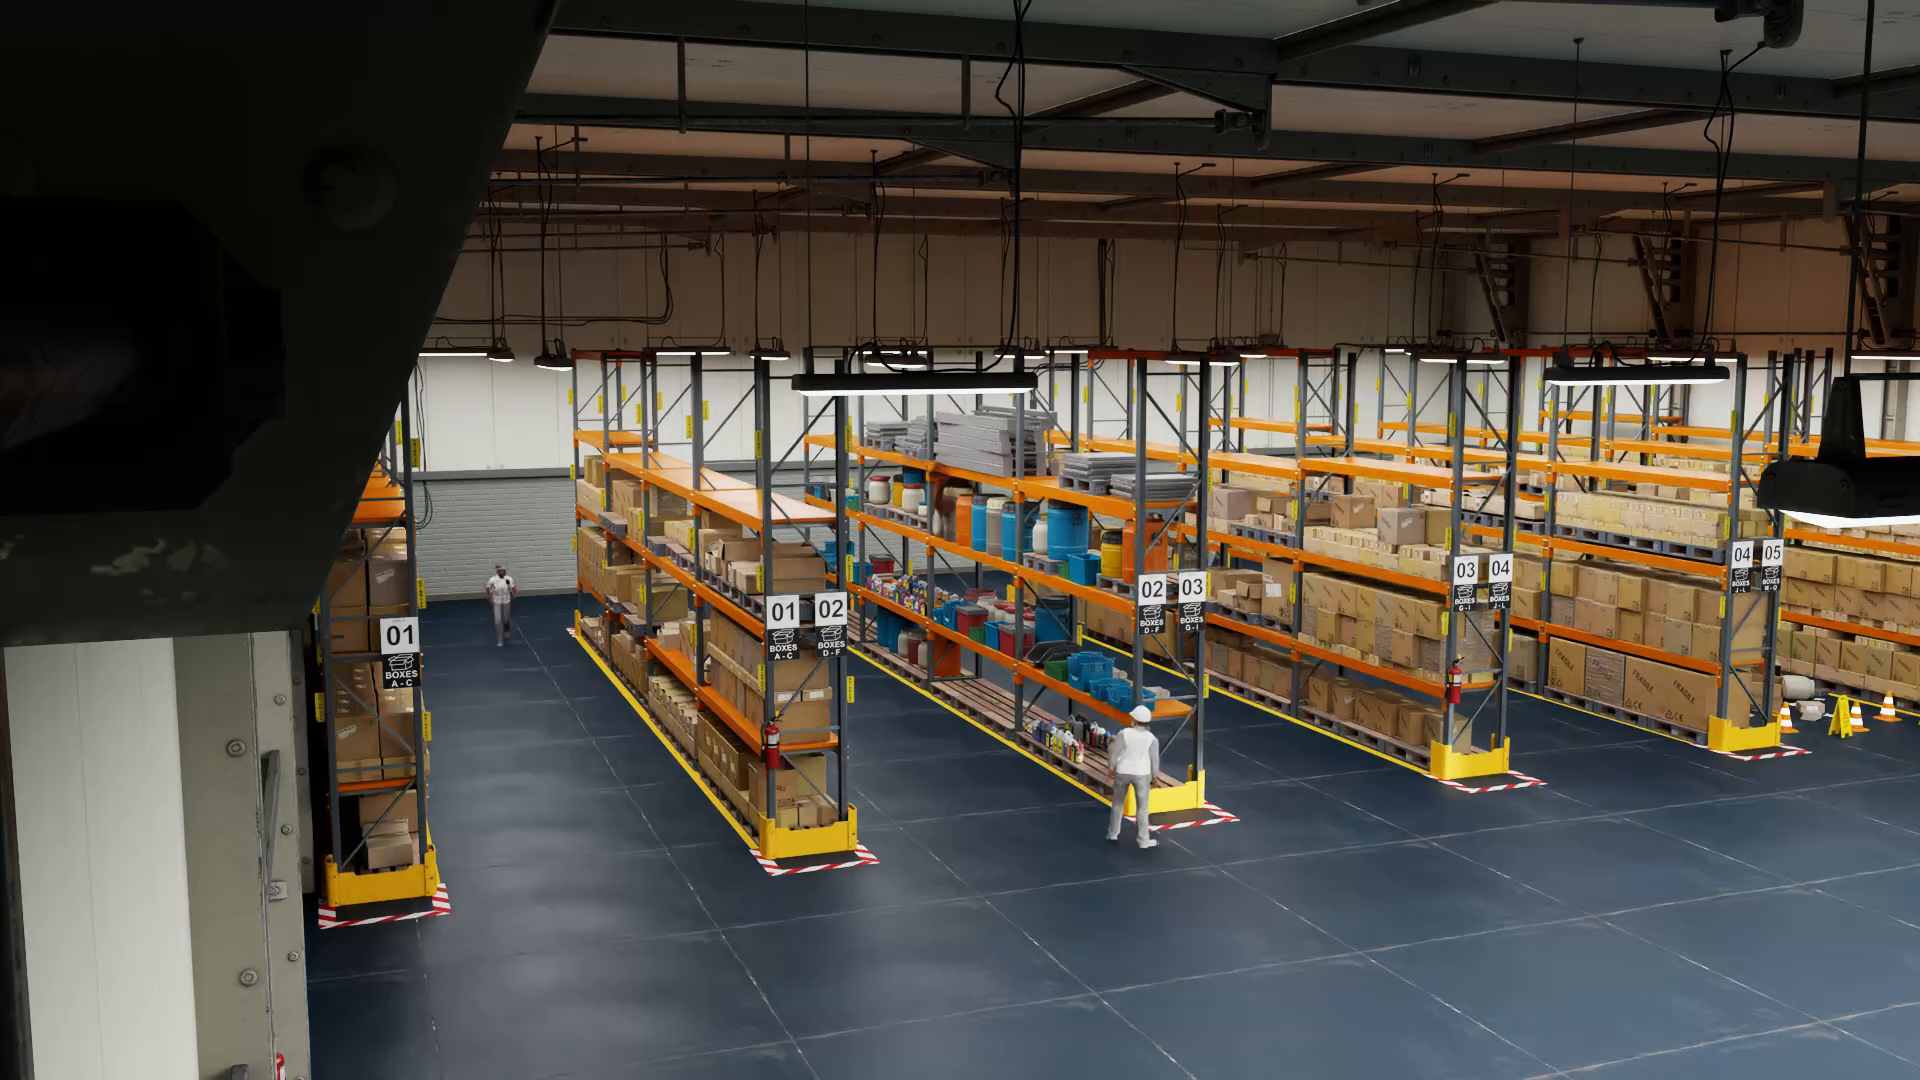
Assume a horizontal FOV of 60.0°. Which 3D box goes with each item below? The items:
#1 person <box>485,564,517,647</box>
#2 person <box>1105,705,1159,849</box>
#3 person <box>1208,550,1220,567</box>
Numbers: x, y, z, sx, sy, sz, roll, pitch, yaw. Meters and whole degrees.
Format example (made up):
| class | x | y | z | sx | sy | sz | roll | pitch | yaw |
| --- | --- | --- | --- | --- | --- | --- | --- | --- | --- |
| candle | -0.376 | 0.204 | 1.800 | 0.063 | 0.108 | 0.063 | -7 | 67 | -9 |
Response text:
| class | x | y | z | sx | sy | sz | roll | pitch | yaw |
| --- | --- | --- | --- | --- | --- | --- | --- | --- | --- |
| person | -9.365 | 1.314 | 33.959 | 0.614 | 1.721 | 0.744 | -2 | 7 | -13 |
| person | 2.117 | 2.923 | 20.608 | 0.693 | 1.802 | 0.475 | 2 | 7 | 17 |
| person | 6.538 | 0.207 | 42.124 | 0.660 | 1.770 | 0.847 | -5 | 9 | -34 |
